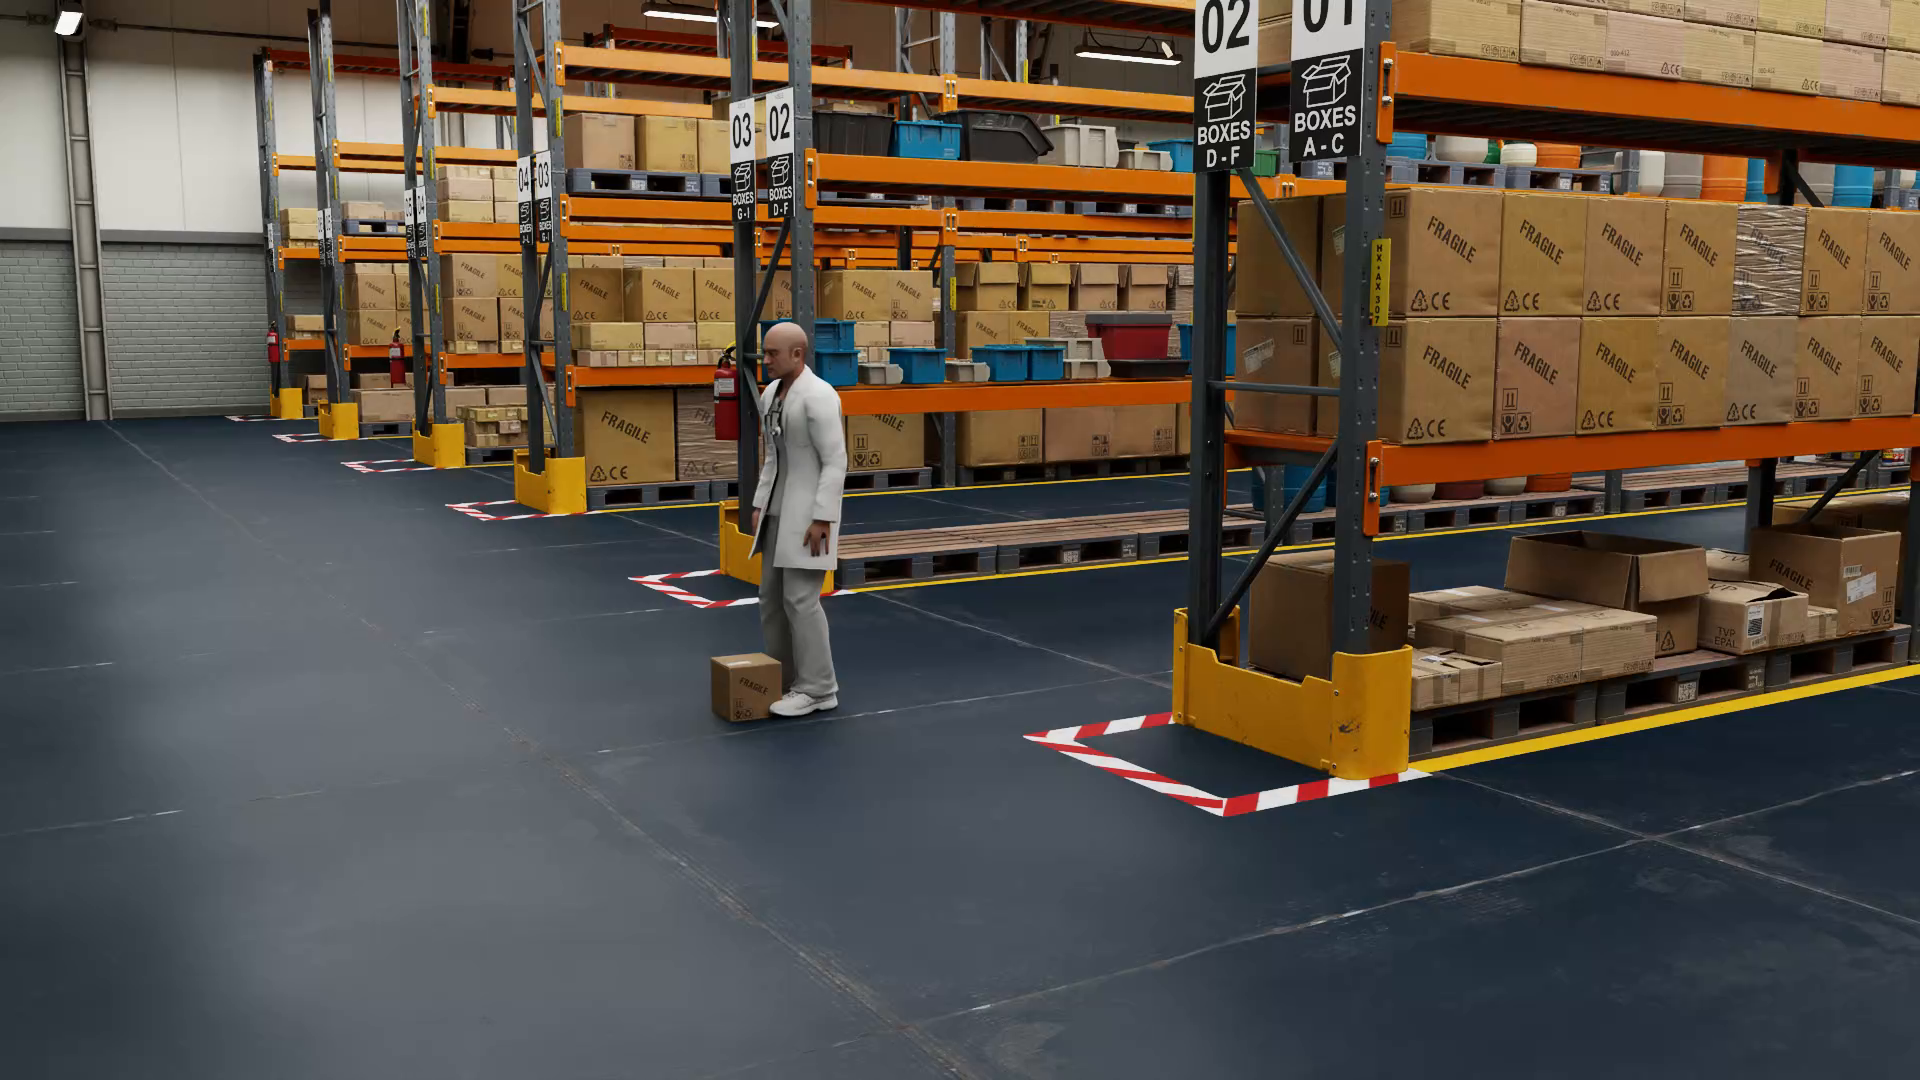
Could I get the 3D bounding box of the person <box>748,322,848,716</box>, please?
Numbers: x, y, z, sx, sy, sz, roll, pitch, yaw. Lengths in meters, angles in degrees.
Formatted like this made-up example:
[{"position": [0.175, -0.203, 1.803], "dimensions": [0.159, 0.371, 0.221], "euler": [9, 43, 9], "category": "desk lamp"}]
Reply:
[{"position": [-0.754, -0.102, 7.602], "dimensions": [0.429, 1.772, 0.649], "euler": [-6, 10, -34], "category": "person"}]
